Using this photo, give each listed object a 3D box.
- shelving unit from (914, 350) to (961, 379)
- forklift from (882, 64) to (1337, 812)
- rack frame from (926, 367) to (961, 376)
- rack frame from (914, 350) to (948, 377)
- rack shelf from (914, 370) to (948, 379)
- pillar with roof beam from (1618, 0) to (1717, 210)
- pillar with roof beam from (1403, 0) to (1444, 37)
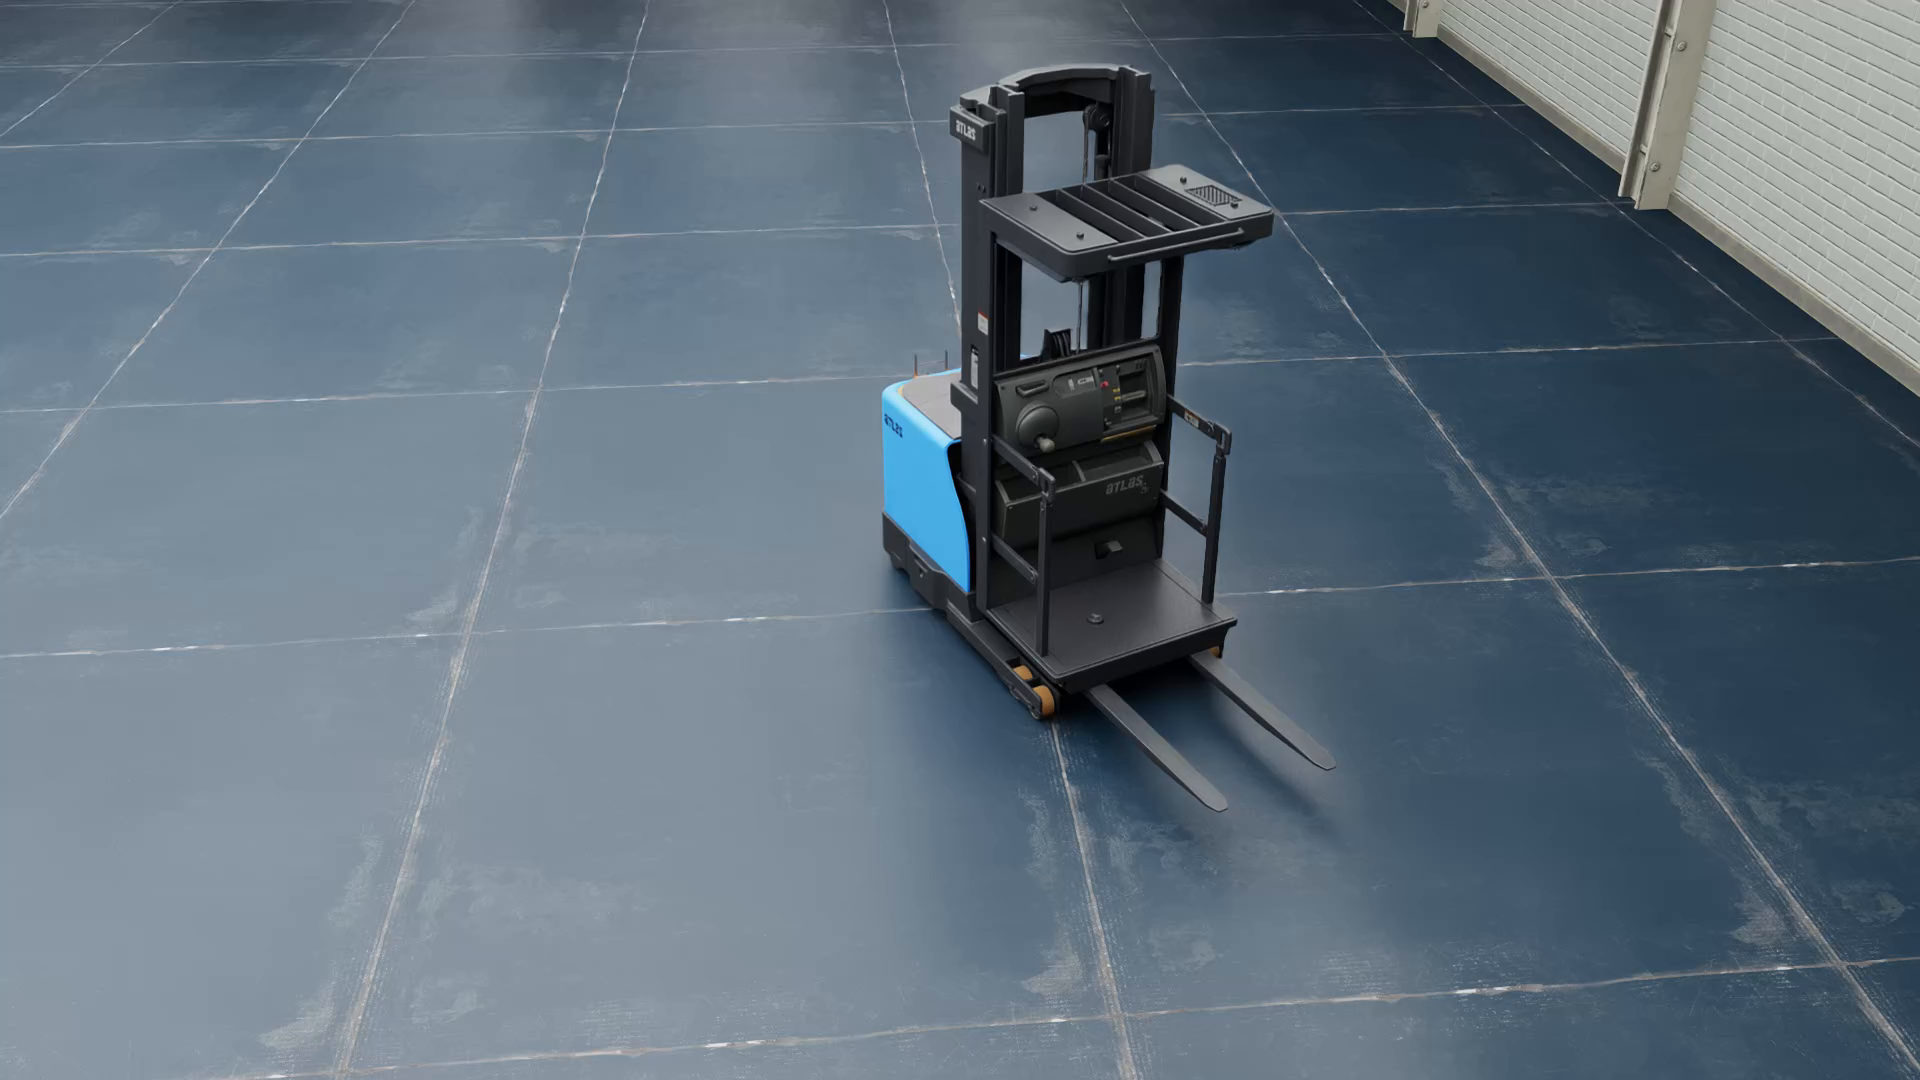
[{"bbox_3d":[-0.130,-0.565,9.673,0.215,1.050,0.252,-9,32,-15],"label":"shelving unit"},{"bbox_3d":[0.705,-0.635,7.955,1.130,2.935,3.031,-16,34,-24],"label":"forklift"},{"bbox_3d":[-0.094,-0.505,9.573,0.200,1.050,0.008,-9,32,-15],"label":"rack frame"},{"bbox_3d":[-0.167,-0.625,9.773,0.200,1.050,0.008,-9,32,-15],"label":"rack frame"},{"bbox_3d":[-0.130,-0.800,9.533,0.215,0.259,0.240,-9,32,-15],"label":"rack shelf"},{"bbox_3d":[1.797,-6.668,12.139,9.100,9.000,0.400,-3,31,-5],"label":"pillar with roof beam"},{"bbox_3d":[1.236,-9.732,17.267,9.100,9.000,0.400,-3,31,-5],"label":"pillar with roof beam"}]
